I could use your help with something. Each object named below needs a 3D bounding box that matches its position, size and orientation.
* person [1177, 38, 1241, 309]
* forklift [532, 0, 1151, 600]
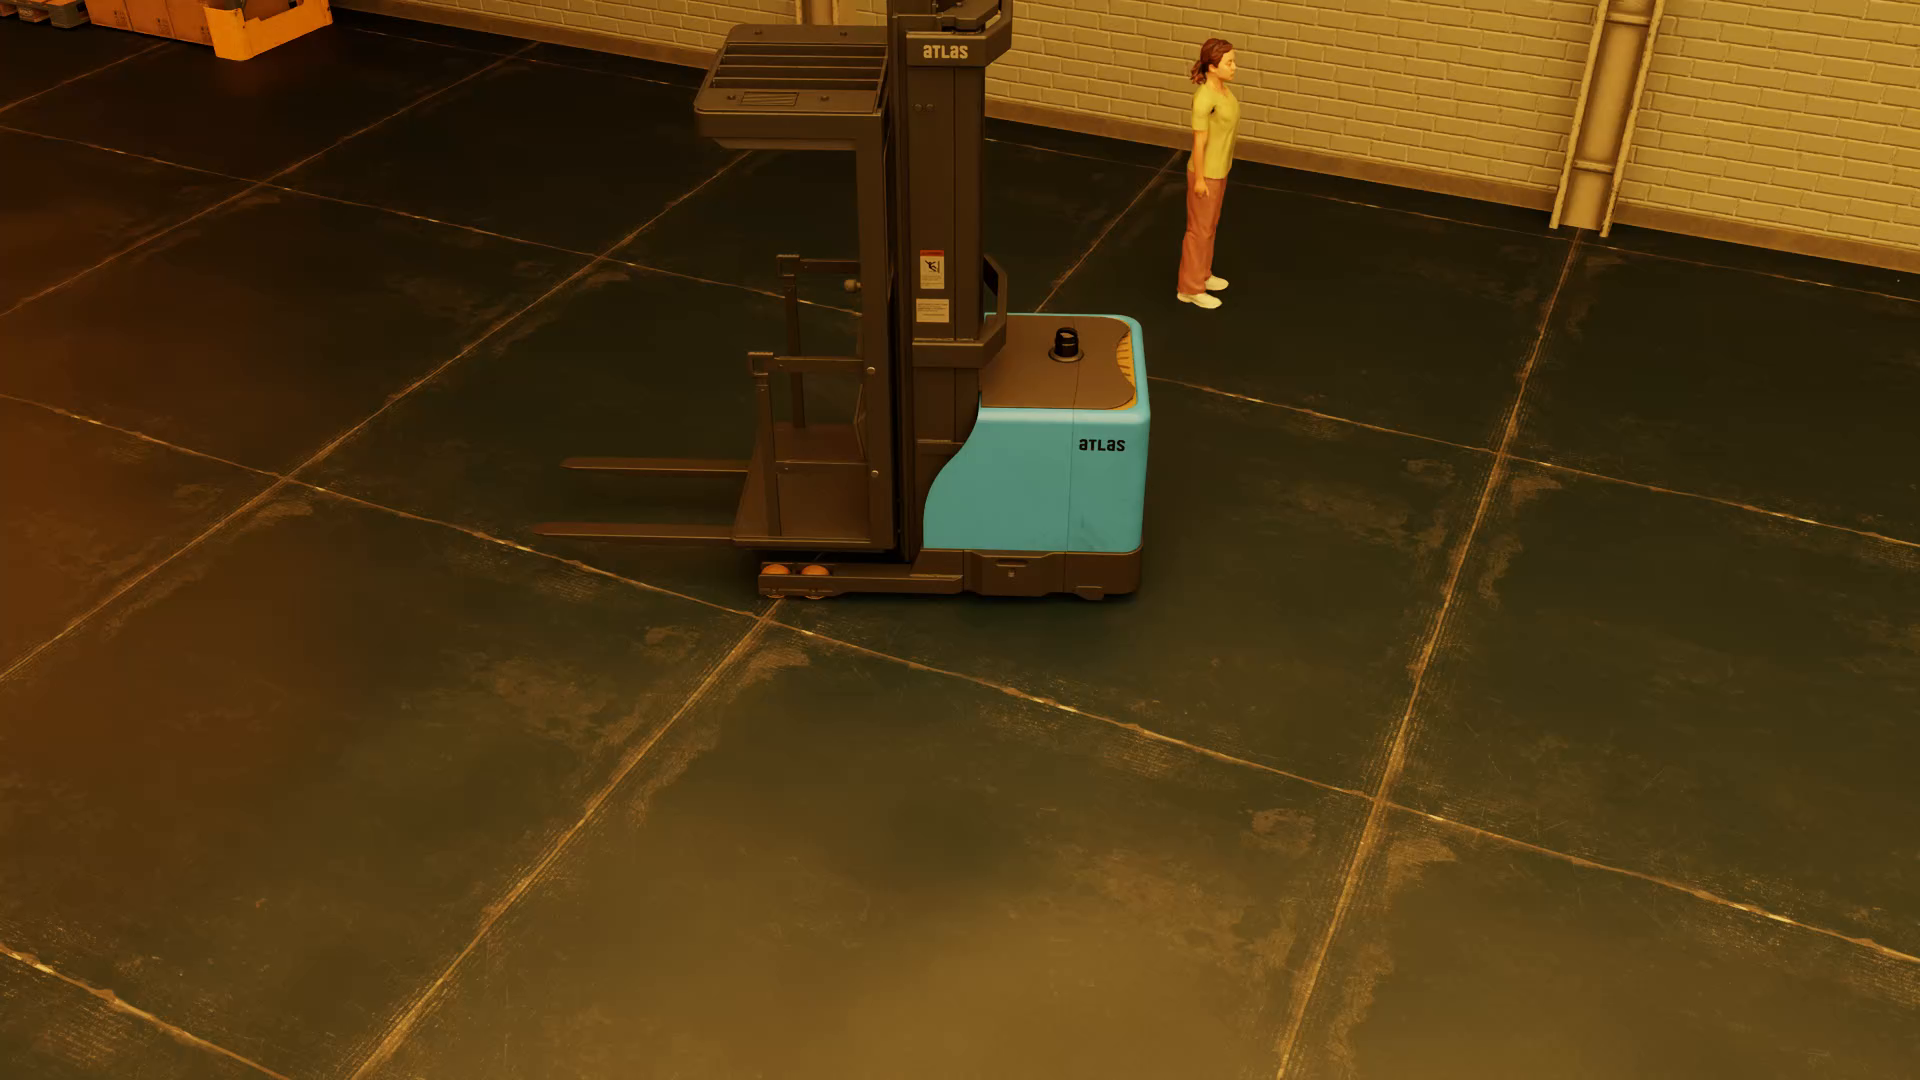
[{"bbox_3d":[1.563,-2.299,10.393,0.368,1.673,0.433,12,37,16],"label":"person"},{"bbox_3d":[-0.608,-1.208,7.780,3.031,2.935,1.130,1,36,2],"label":"forklift"}]
